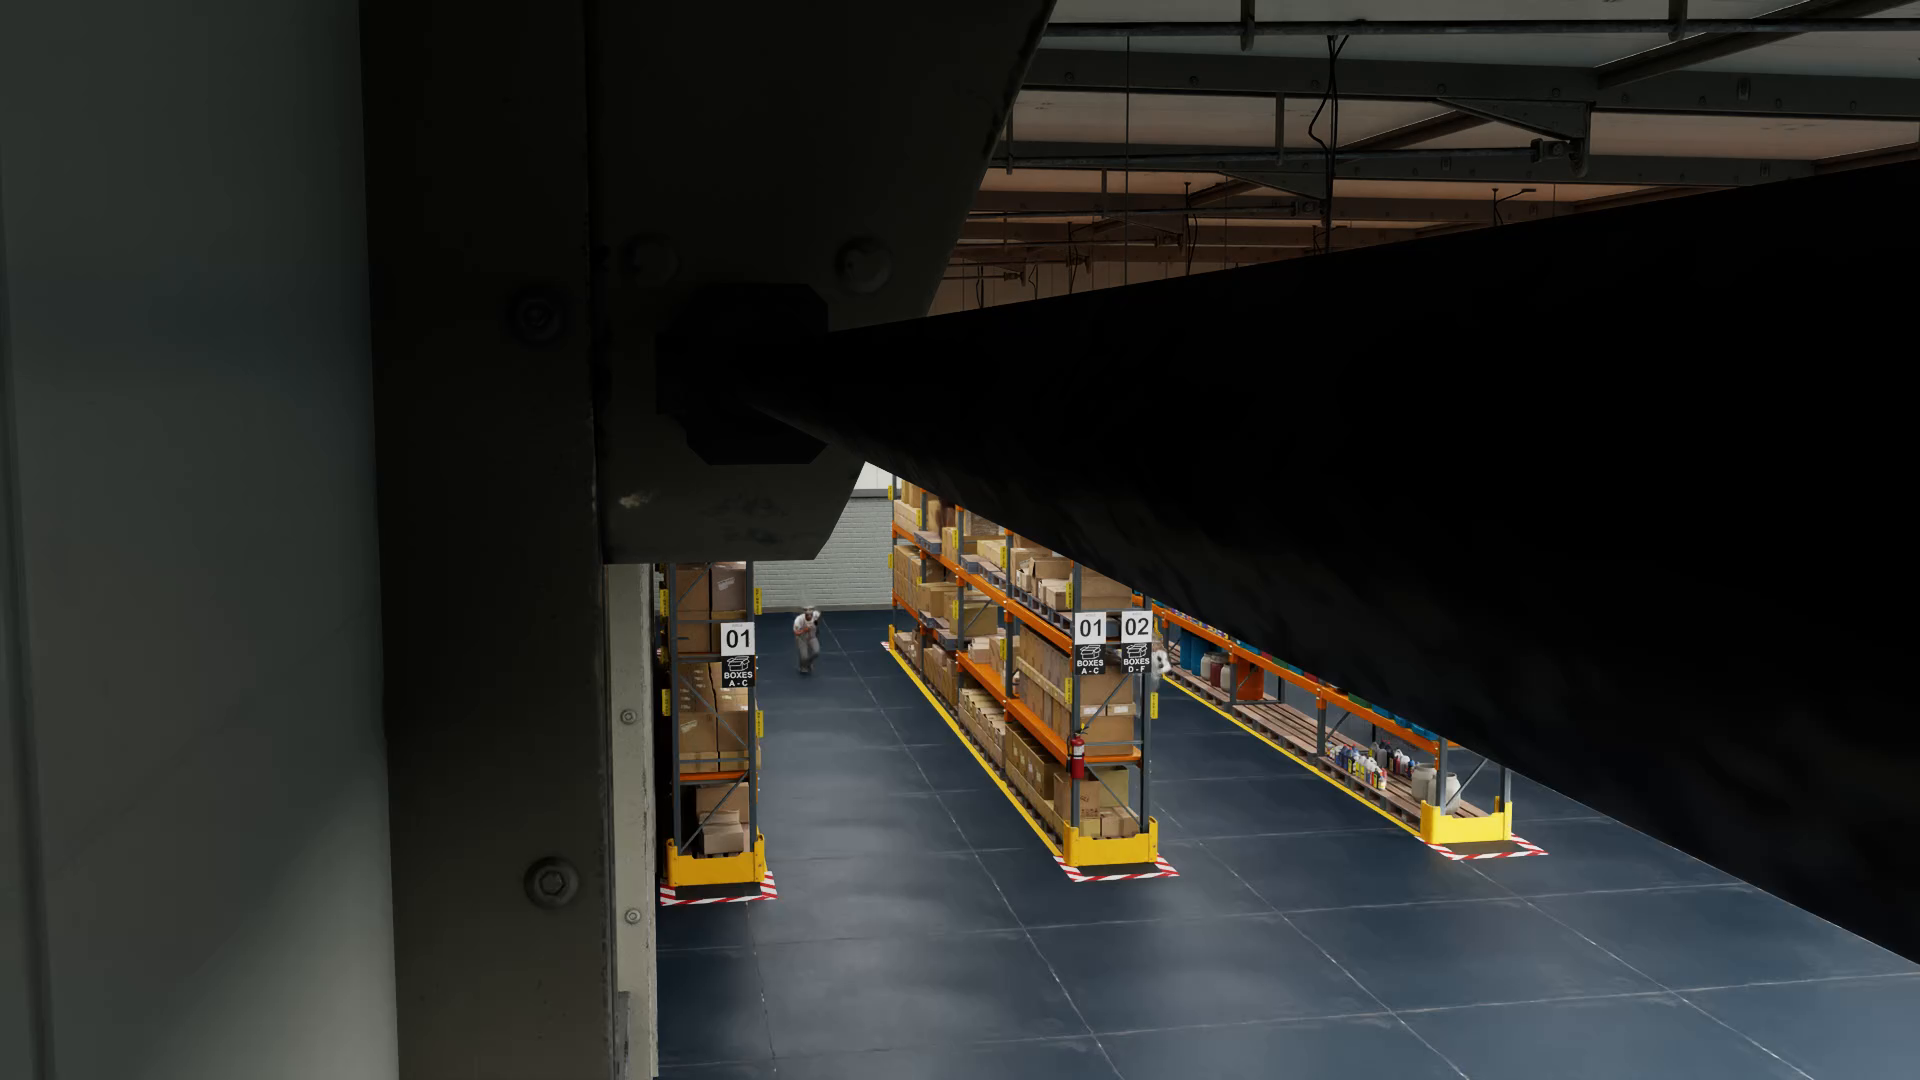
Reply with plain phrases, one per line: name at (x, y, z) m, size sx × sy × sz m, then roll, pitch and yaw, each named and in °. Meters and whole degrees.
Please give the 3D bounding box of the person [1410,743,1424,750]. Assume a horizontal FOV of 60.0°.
person at (7.598, 2.741, 26.716) m, size 0.621 × 1.404 × 0.950 m, roll -1°, pitch 6°, yaw -13°

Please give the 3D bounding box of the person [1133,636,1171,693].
person at (3.340, 2.407, 28.988) m, size 0.610 × 1.553 × 0.937 m, roll -1°, pitch 6°, yaw -5°

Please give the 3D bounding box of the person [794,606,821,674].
person at (-3.053, 2.001, 33.328) m, size 0.685 × 1.474 × 1.023 m, roll -3°, pitch 7°, yaw -25°
